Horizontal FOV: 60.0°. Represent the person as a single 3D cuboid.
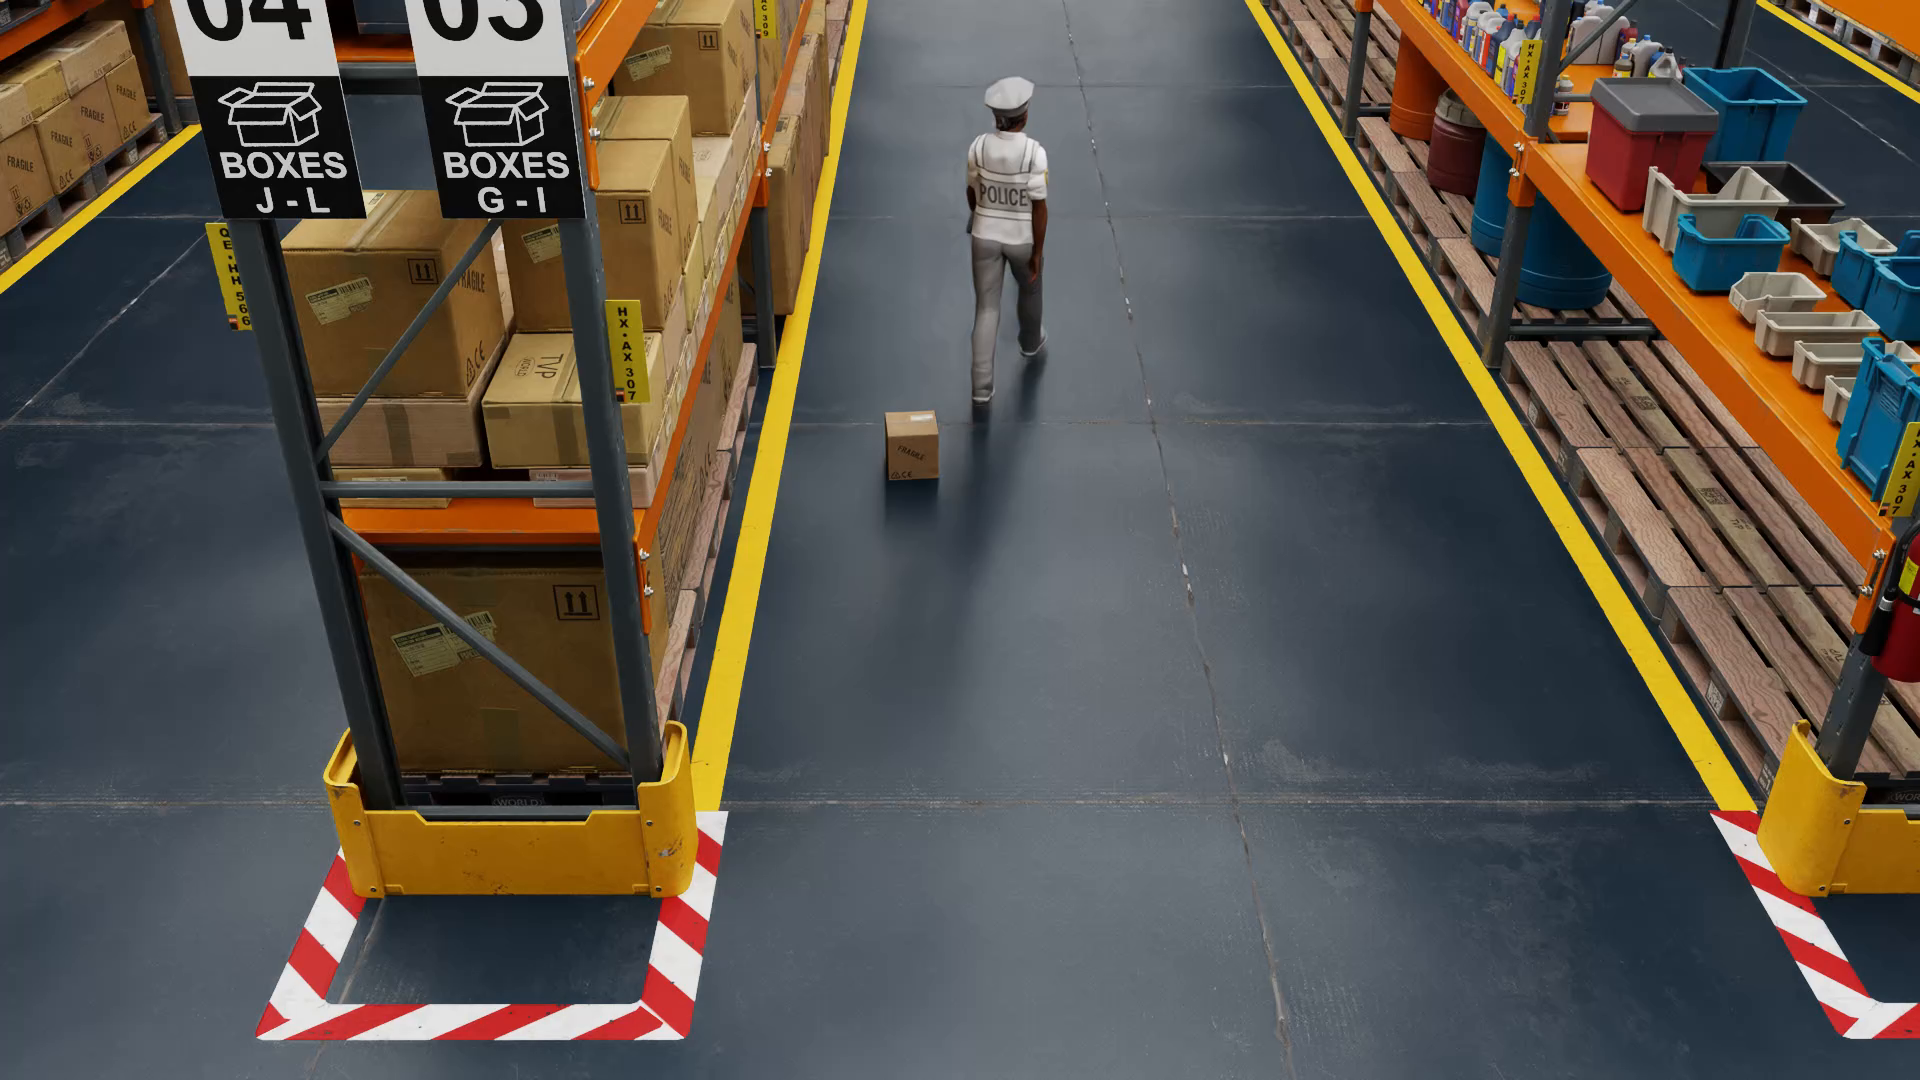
[{"bbox_3d":[0.250,-1.606,8.692,0.452,1.623,1.024,6,32,9],"label":"person"}]
